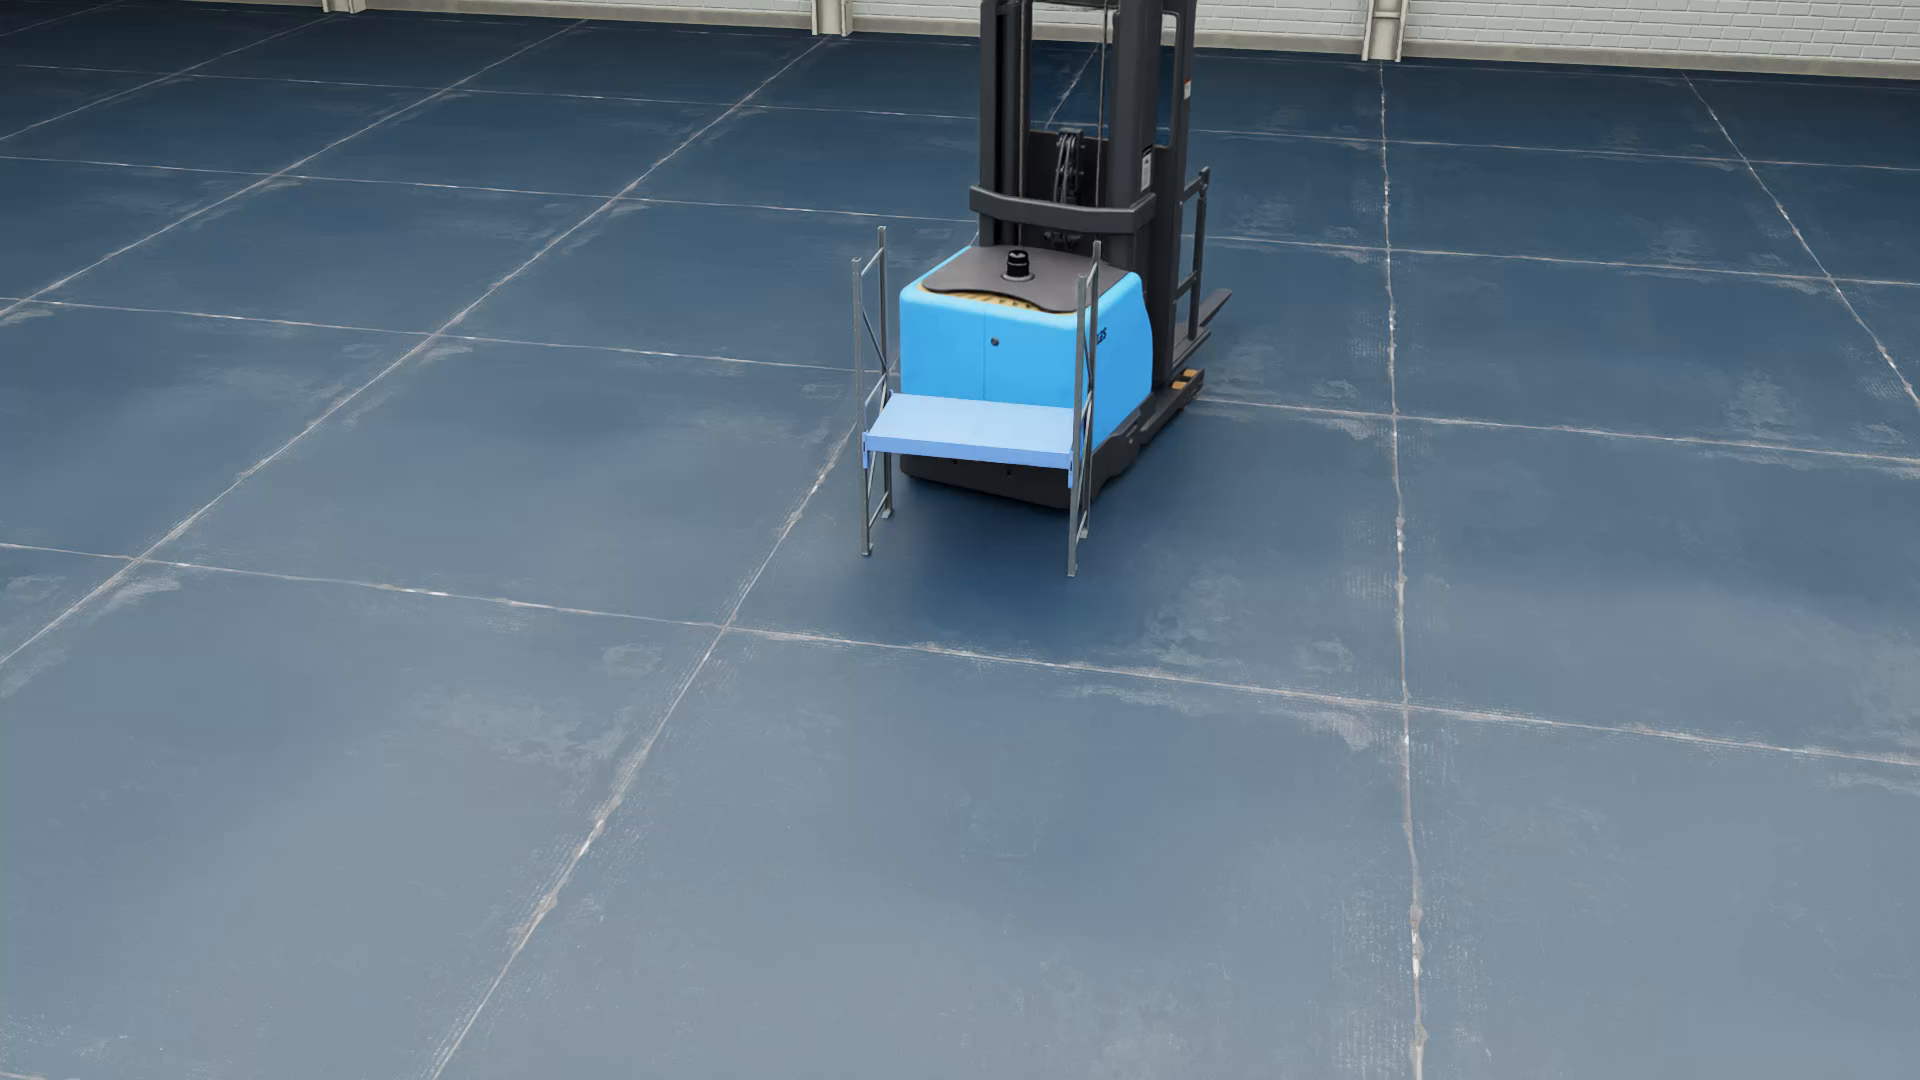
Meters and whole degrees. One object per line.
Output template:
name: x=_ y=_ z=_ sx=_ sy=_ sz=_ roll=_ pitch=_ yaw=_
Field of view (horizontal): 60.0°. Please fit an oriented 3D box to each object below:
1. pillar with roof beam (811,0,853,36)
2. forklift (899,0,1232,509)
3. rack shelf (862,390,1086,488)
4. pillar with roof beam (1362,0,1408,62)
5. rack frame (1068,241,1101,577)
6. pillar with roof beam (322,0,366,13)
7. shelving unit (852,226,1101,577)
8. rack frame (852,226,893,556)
pillar with roof beam: x=-2.325 y=-7.615 z=12.789 sx=0.400 sy=9.000 sz=9.100 roll=6 pitch=29 yaw=11
forklift: x=0.784 y=-2.124 z=9.078 sx=1.130 sy=2.935 sz=3.031 roll=13 pitch=31 yaw=23
rack shelf: x=0.083 y=-0.492 z=7.961 sx=1.000 sy=0.185 sz=0.538 roll=6 pitch=29 yaw=11
pillar with roof beam: x=3.543 y=-7.014 z=11.690 sx=0.400 sy=9.000 sz=9.100 roll=6 pitch=29 yaw=11
rack frame: x=0.581 y=-0.598 z=7.781 sx=0.032 sy=1.500 sz=0.500 roll=6 pitch=29 yaw=11
pillar with roof beam: x=-8.193 y=-8.217 z=13.888 sx=0.400 sy=9.000 sz=9.100 roll=6 pitch=29 yaw=11
shelving unit: x=0.083 y=-0.649 z=7.874 sx=1.048 sy=1.500 sz=0.538 roll=6 pitch=29 yaw=11
rack frame: x=-0.414 y=-0.700 z=7.967 sx=0.032 sy=1.500 sz=0.500 roll=6 pitch=29 yaw=11
